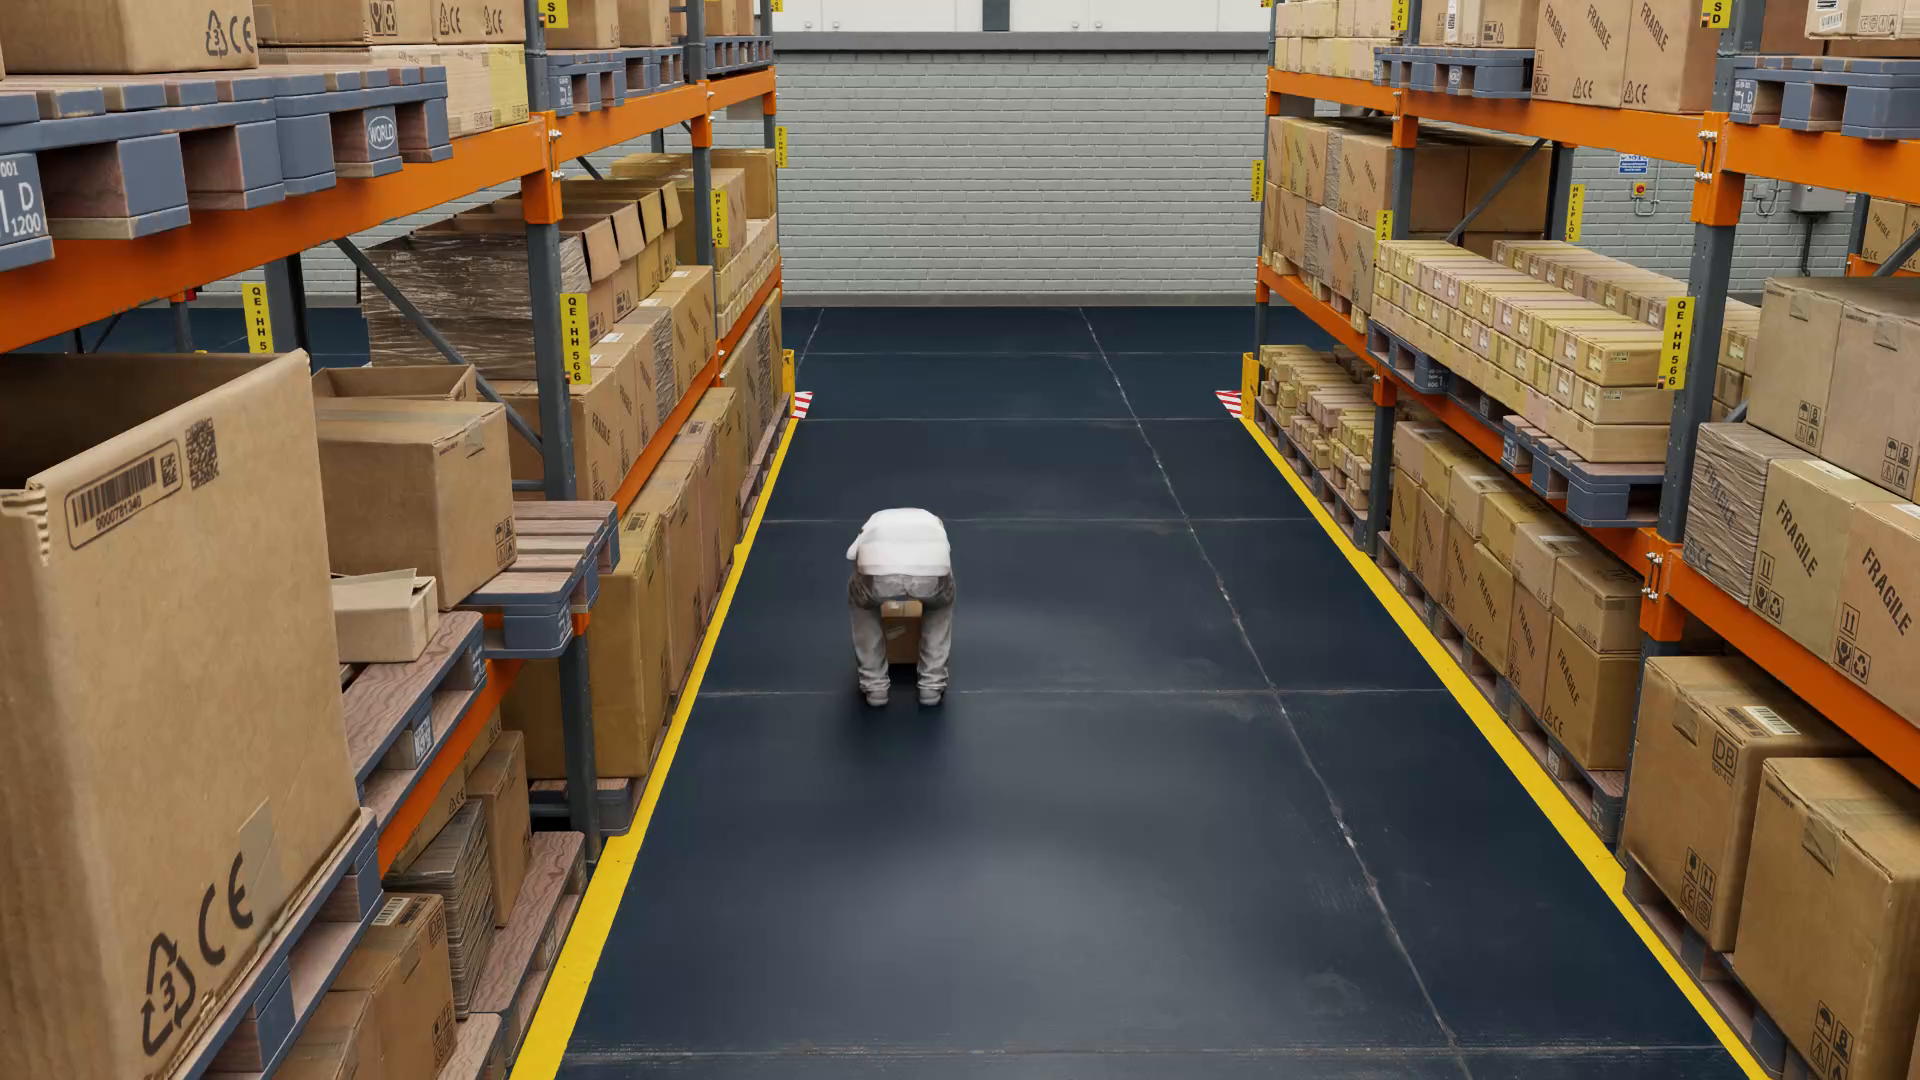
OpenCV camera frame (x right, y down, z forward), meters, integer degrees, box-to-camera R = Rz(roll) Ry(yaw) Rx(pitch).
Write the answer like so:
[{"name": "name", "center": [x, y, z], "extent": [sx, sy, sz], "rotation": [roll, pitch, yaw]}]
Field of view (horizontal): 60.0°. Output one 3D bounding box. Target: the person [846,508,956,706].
[{"name": "person", "center": [-0.288, 0.261, 8.110], "extent": [0.526, 0.932, 0.983], "rotation": [-1, 17, -3]}]
